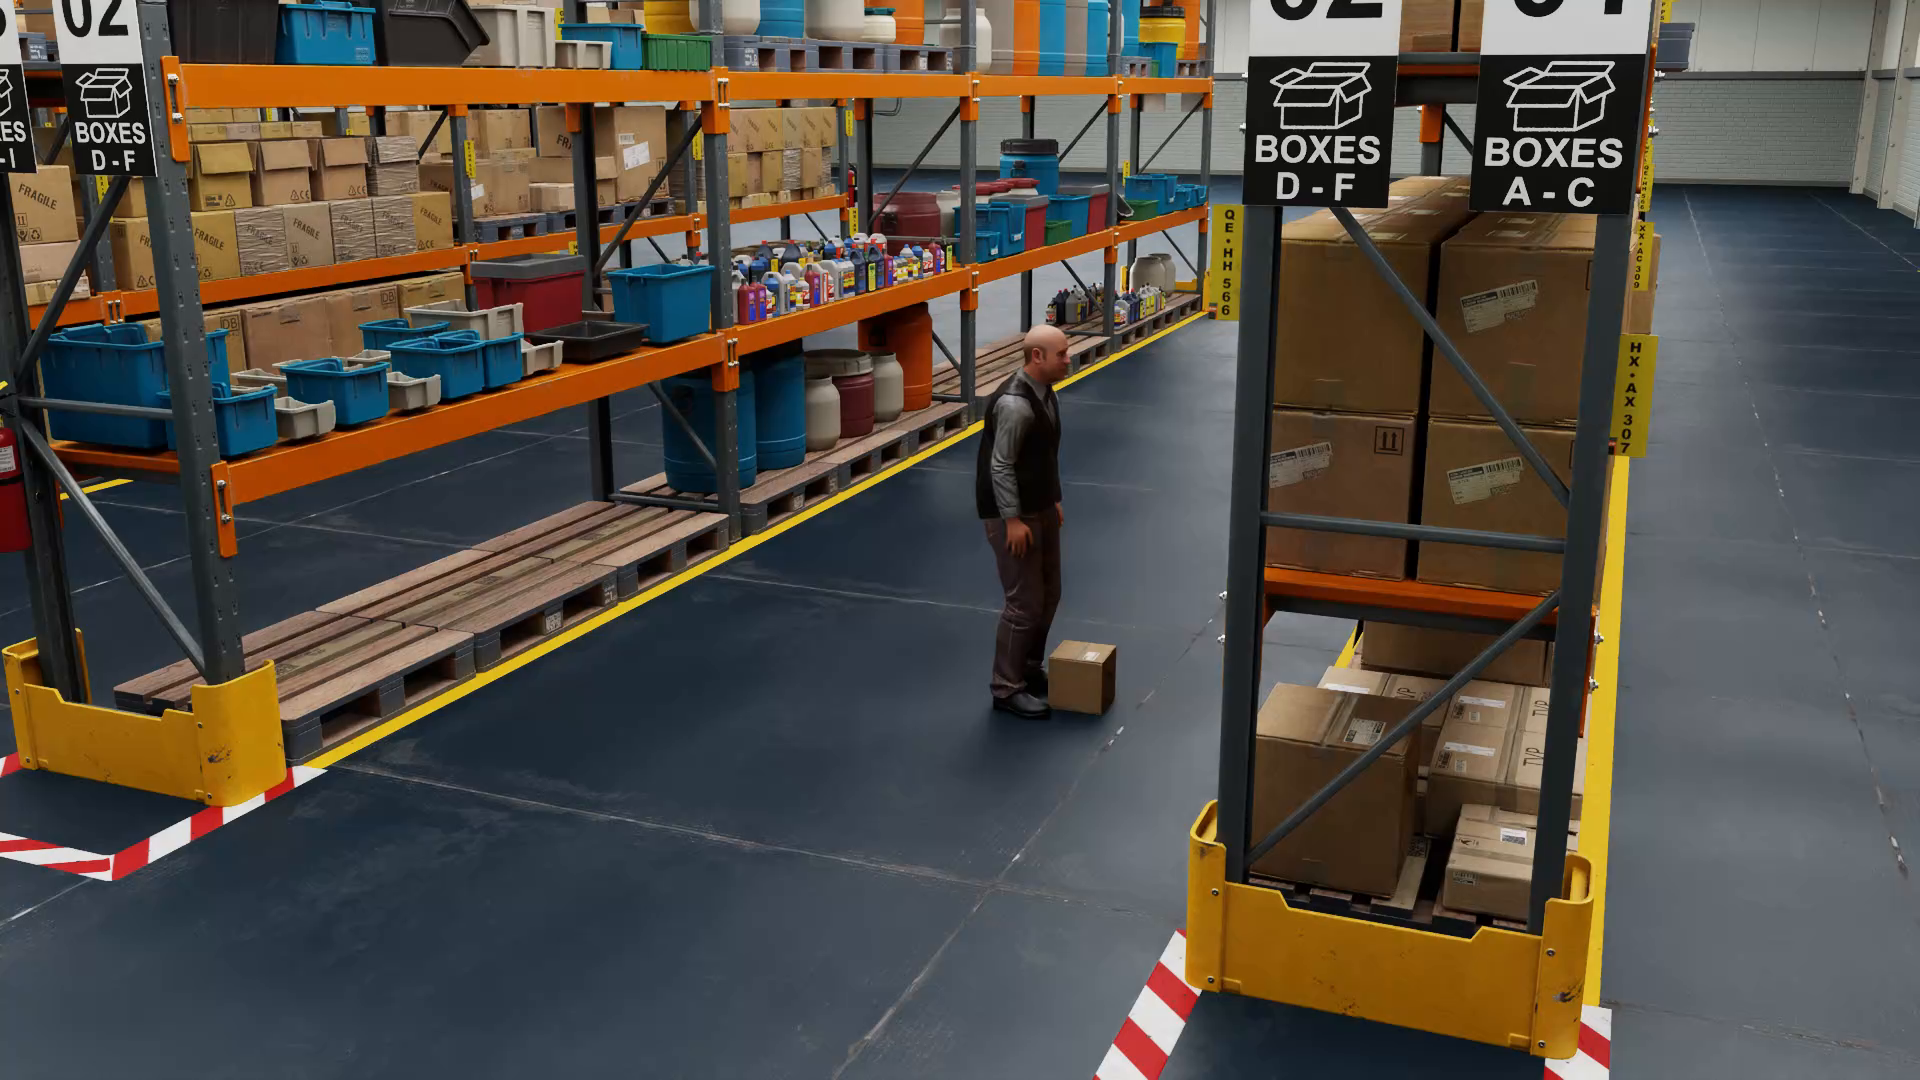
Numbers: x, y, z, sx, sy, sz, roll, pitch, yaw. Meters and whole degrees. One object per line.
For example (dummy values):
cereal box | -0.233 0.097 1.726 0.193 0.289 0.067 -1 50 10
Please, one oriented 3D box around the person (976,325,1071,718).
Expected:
person | 0.291 -0.108 7.463 0.419 1.721 0.580 6 16 21
